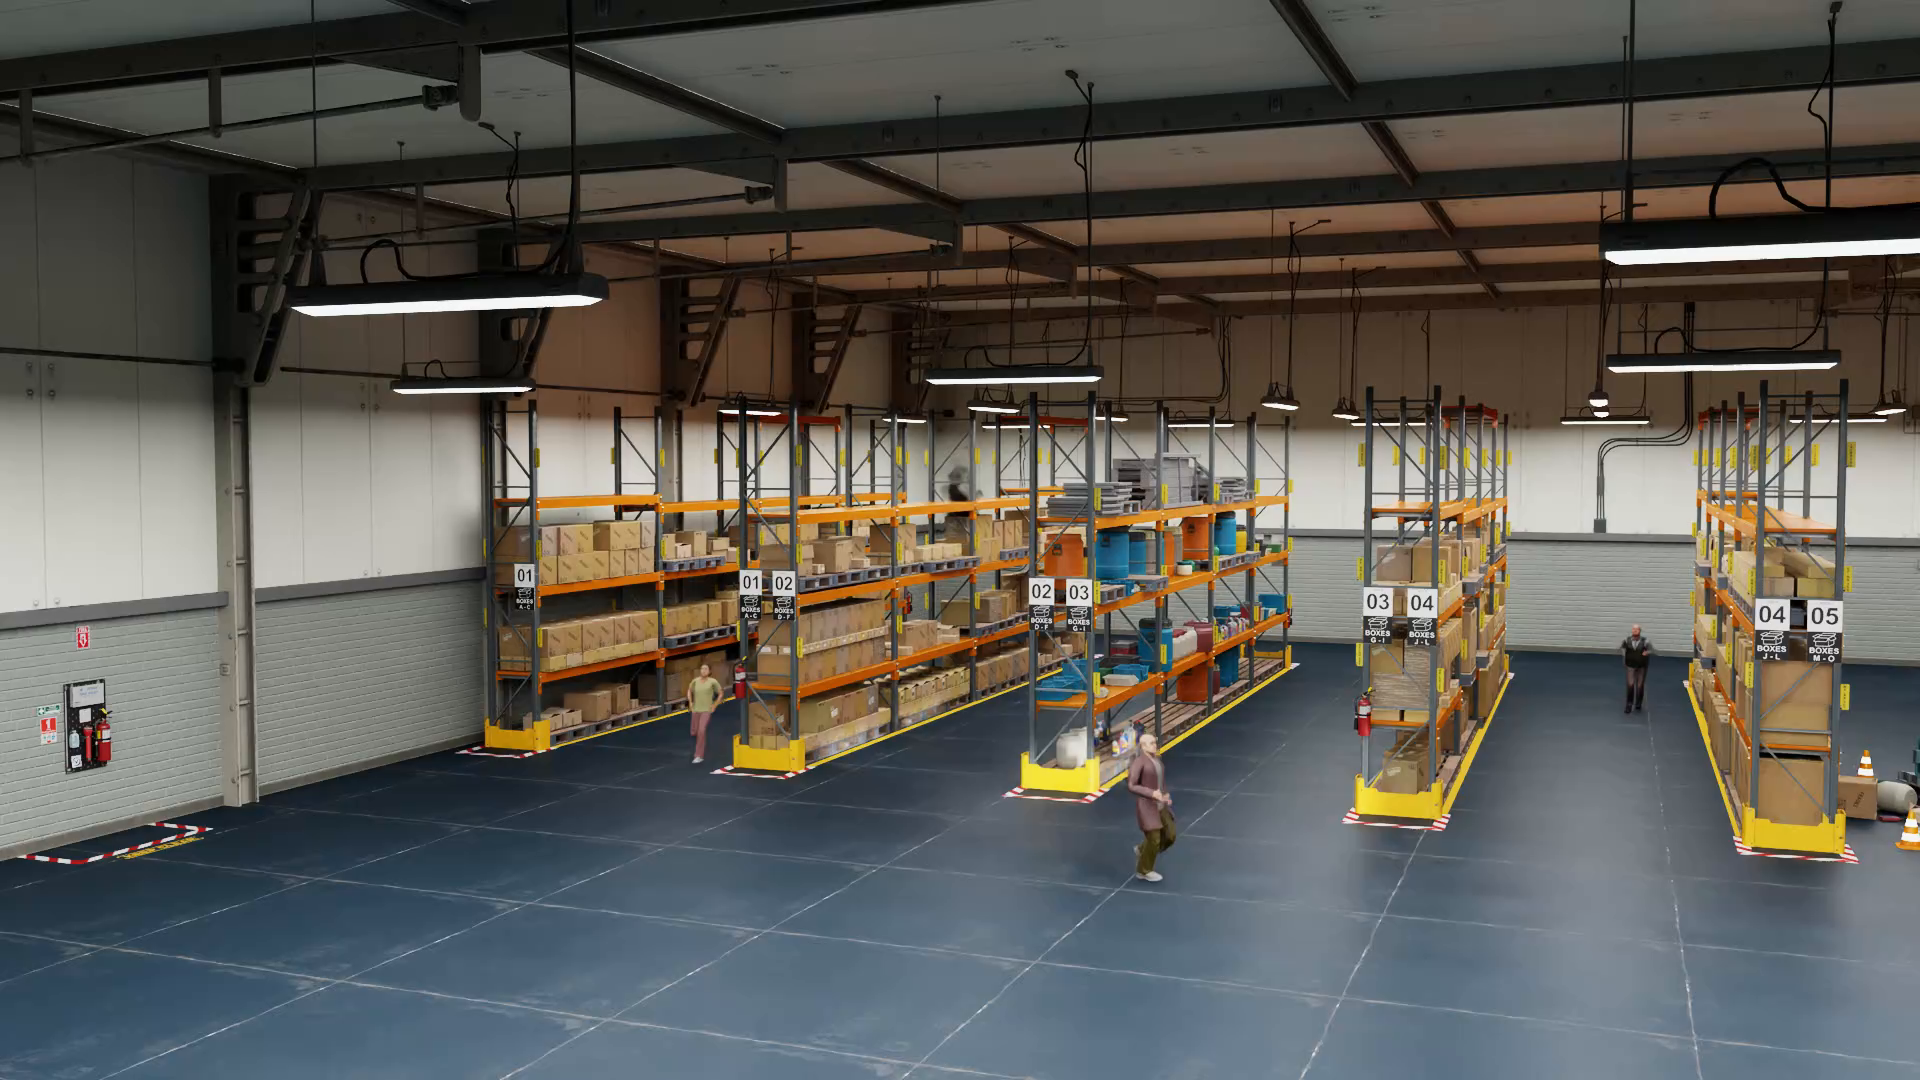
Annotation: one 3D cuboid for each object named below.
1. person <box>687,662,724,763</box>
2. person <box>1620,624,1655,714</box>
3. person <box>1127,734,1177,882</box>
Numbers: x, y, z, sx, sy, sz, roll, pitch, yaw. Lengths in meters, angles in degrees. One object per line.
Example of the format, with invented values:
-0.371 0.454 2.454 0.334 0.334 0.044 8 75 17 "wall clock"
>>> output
-4.226 2.847 27.593 0.614 1.666 0.668 0 3 5 "person"
13.278 2.543 32.614 0.650 1.772 0.743 1 3 25 "person"
2.285 3.159 19.633 0.651 1.729 0.703 3 4 43 "person"
